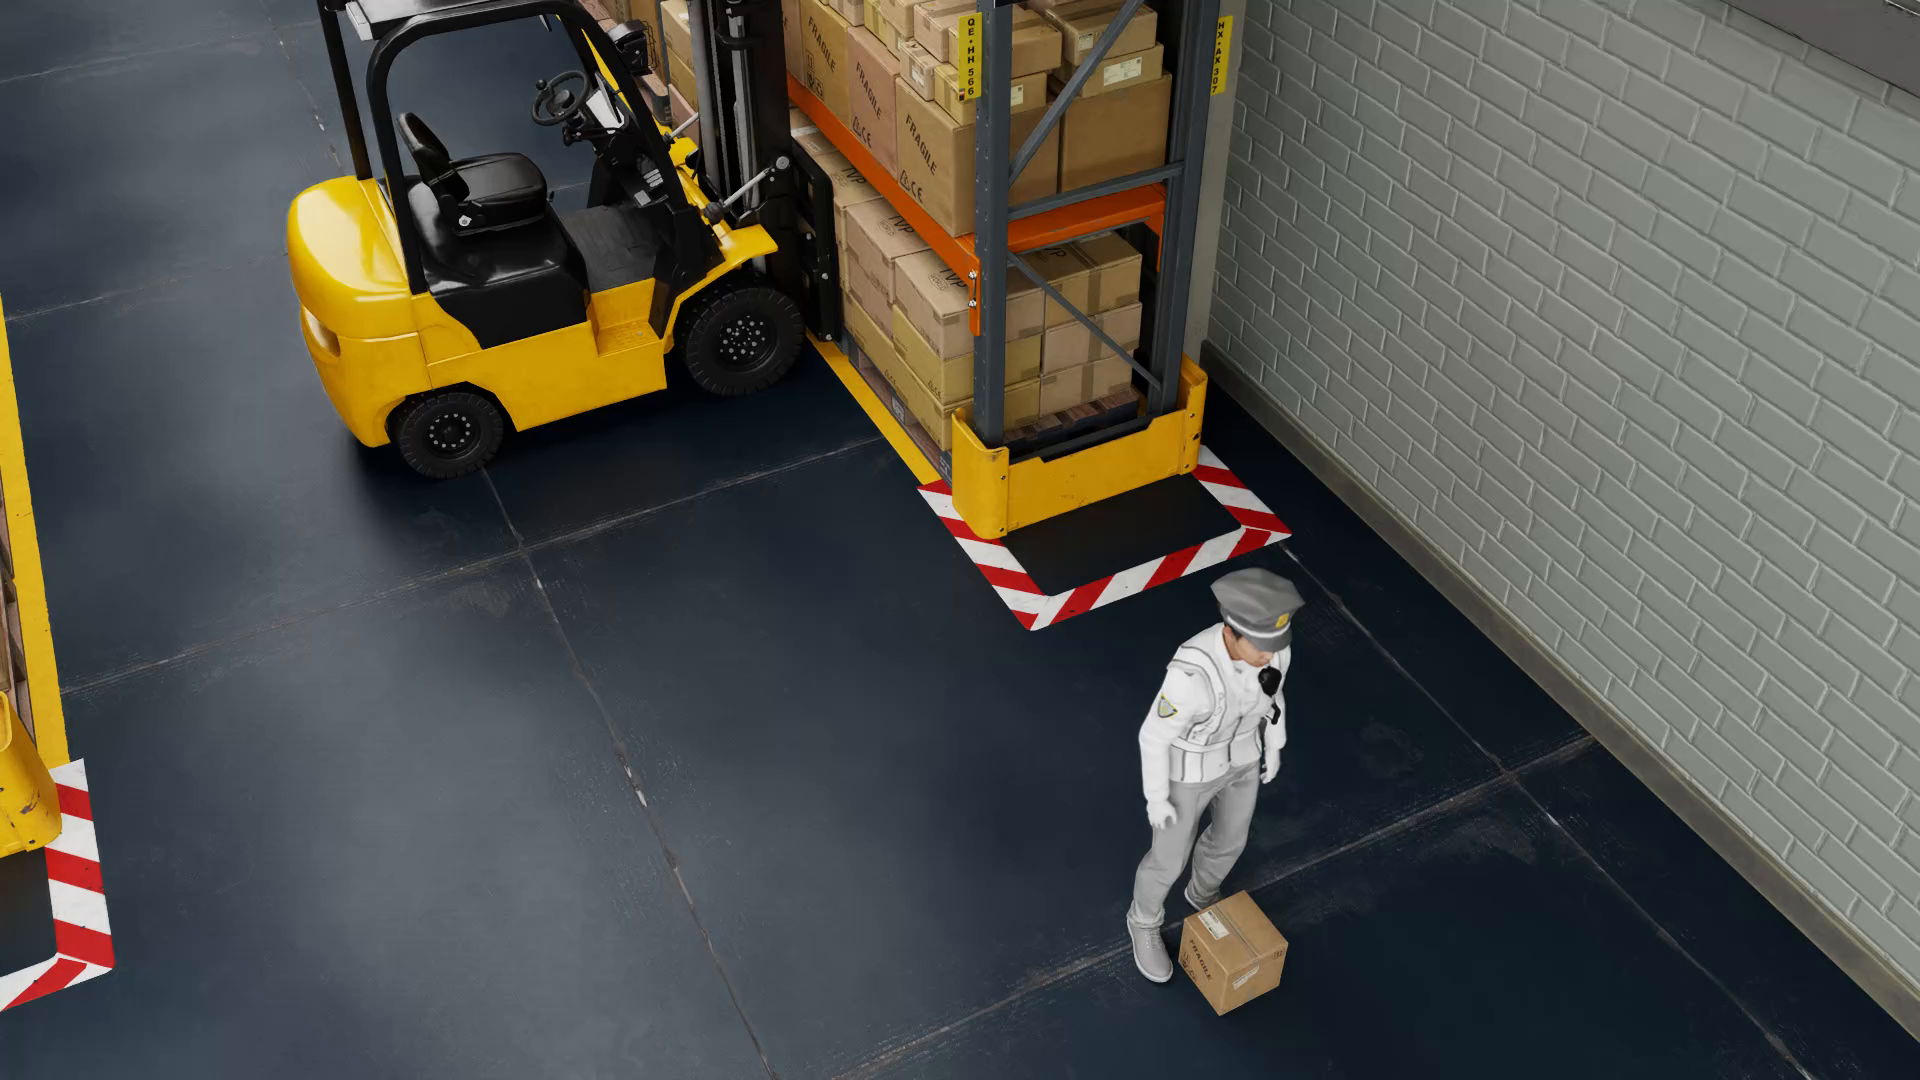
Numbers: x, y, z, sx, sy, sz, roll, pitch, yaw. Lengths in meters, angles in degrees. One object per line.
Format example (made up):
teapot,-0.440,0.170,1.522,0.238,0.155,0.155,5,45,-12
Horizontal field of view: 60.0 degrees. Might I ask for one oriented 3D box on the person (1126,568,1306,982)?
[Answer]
person,0.810,0.734,5.327,0.536,1.663,0.378,-20,45,-21
